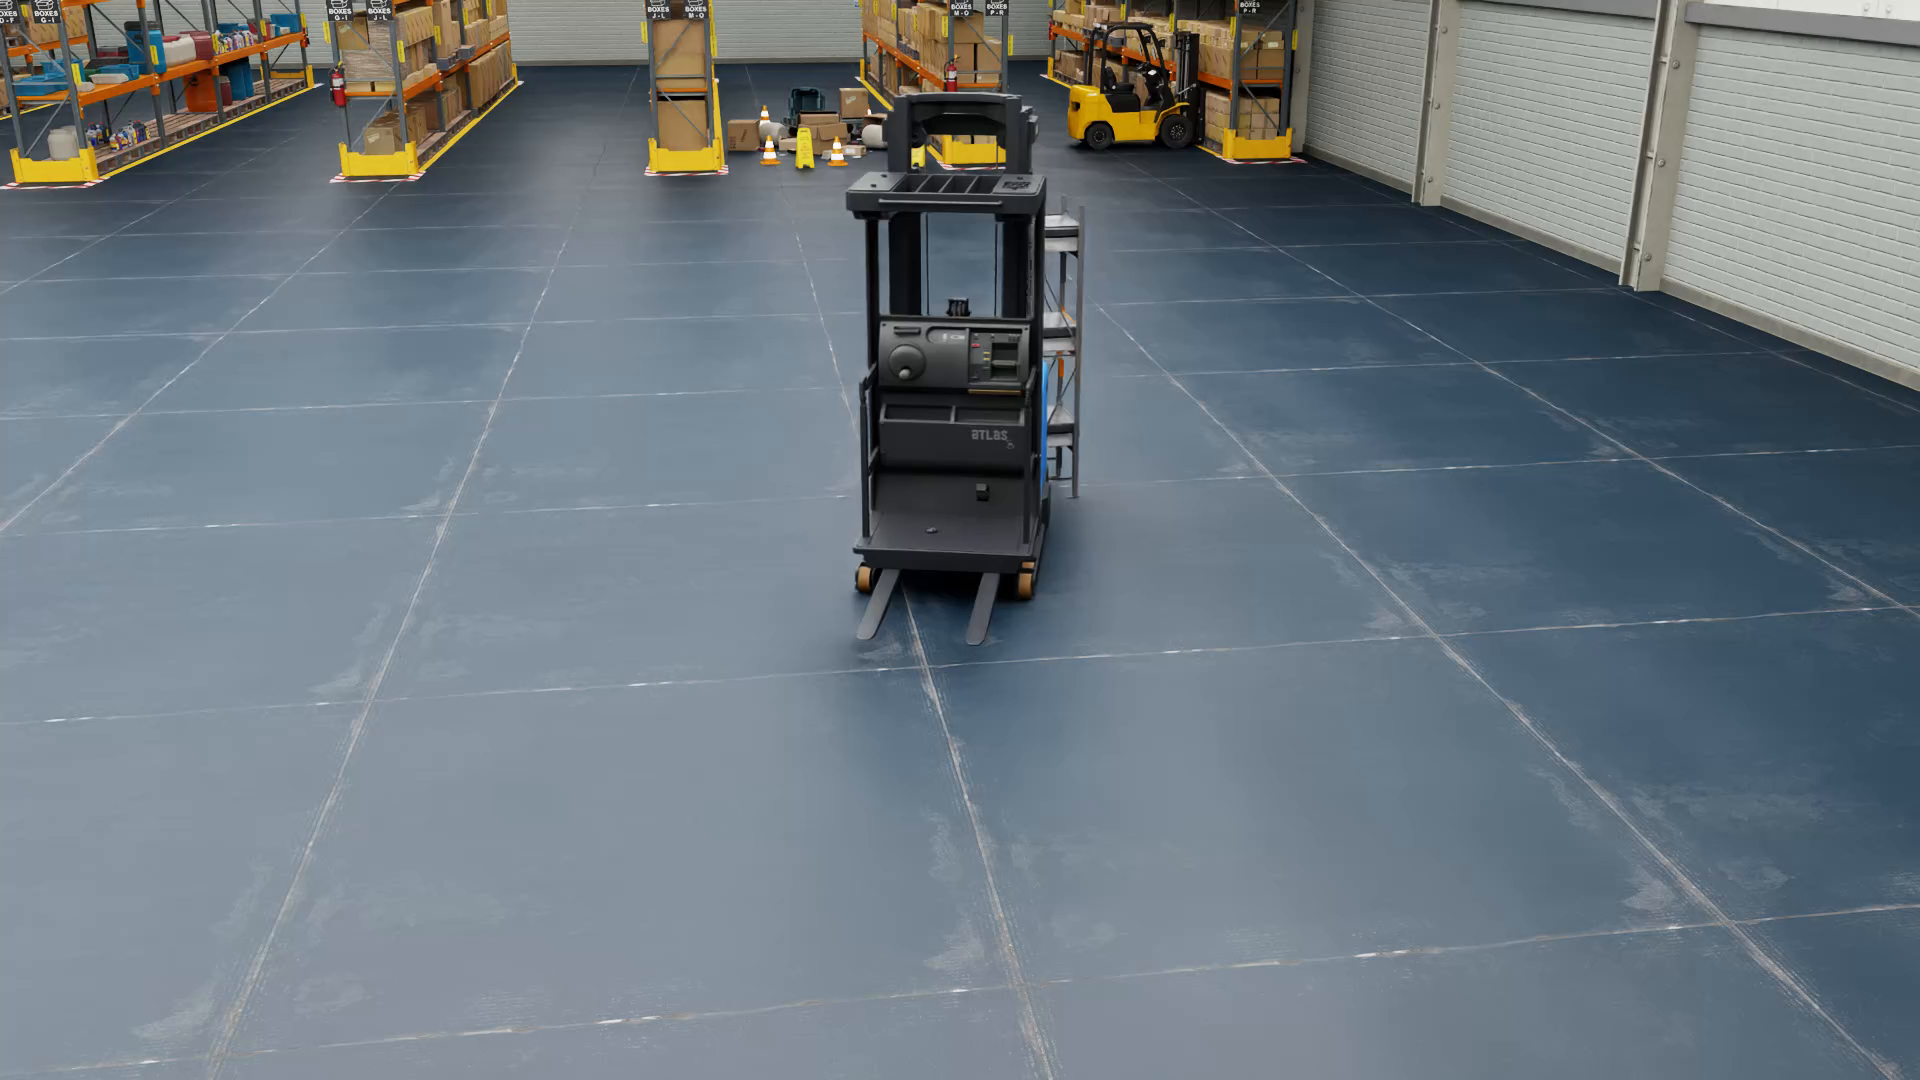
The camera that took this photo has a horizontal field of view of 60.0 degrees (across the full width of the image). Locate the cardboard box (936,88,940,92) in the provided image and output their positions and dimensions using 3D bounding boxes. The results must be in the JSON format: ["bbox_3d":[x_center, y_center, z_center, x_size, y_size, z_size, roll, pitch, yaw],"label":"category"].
[{"bbox_3d":[-0.224,-7.937,29.510,0.380,0.149,0.250,-3,21,-7],"label":"cardboard box"}]

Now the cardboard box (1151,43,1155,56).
[{"bbox_3d":[4.186,-9.973,33.844,0.500,0.250,0.500,-3,21,-7],"label":"cardboard box"}]

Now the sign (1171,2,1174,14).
[{"bbox_3d":[4.609,-11.491,36.040,0.100,0.325,0.005,-3,21,-8],"label":"sign"}]

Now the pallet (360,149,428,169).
[{"bbox_3d":[-9.598,-6.401,28.053,1.003,0.211,1.213,-3,21,-8],"label":"pallet"}]

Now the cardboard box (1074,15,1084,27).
[{"bbox_3d":[3.081,-12.710,40.748,0.500,0.250,0.500,-3,21,-8],"label":"cardboard box"}]

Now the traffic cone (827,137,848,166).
[{"bbox_3d":[-2.086,-6.620,28.278,0.336,0.463,0.334,-3,21,-8],"label":"traffic cone"}]

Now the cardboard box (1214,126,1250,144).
[{"bbox_3d":[4.833,-7.205,29.549,0.500,0.250,0.500,-3,21,-7],"label":"cardboard box"}]

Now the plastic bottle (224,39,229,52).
[{"bbox_3d":[-15.425,-10.385,34.919,0.097,0.271,0.097,0,20,0],"label":"plastic bottle"}]

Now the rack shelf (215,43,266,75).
[{"bbox_3d":[-15.848,-10.274,35.464,1.077,0.370,4.000,-3,21,-8],"label":"rack shelf"}]

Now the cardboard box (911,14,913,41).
[{"bbox_3d":[-0.710,-10.165,32.976,0.500,0.500,0.500,-2,21,-6],"label":"cardboard box"}]

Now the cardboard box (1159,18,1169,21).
[{"bbox_3d":[4.432,-10.990,35.284,0.380,0.149,0.250,-3,21,-8],"label":"cardboard box"}]

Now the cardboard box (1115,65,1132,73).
[{"bbox_3d":[3.668,-10.500,37.088,0.380,0.149,0.250,-4,21,-11],"label":"cardboard box"}]

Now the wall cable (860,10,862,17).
[{"bbox_3d":[-2.841,-15.879,47.948,0.585,1.953,0.123,-3,21,-8],"label":"wall cable"}]

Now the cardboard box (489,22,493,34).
[{"bbox_3d":[-11.043,-11.798,38.306,0.500,0.250,0.500,-3,21,-9],"label":"cardboard box"}]

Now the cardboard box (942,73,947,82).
[{"bbox_3d":[-0.110,-7.981,28.656,0.380,0.149,0.250,-3,21,-8],"label":"cardboard box"}]

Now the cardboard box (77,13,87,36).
[{"bbox_3d":[-21.281,-12.345,39.839,0.500,0.500,0.500,-2,21,-6],"label":"cardboard box"}]

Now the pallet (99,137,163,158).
[{"bbox_3d":[-14.927,-6.992,29.635,1.003,0.211,1.213,-3,21,-8],"label":"pallet"}]

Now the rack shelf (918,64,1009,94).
[{"bbox_3d":[0.013,-8.253,30.055,1.077,0.370,4.000,-3,21,-8],"label":"rack shelf"}]

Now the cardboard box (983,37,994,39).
[{"bbox_3d":[0.355,-8.618,29.434,0.500,0.500,0.500,-3,21,-9],"label":"cardboard box"}]

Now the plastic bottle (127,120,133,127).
[{"bbox_3d":[-14.747,-7.283,29.585,0.144,0.351,0.185,-3,21,-8],"label":"plastic bottle"}]

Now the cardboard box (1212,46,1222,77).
[{"bbox_3d":[4.817,-8.534,29.634,0.500,0.500,0.500,-2,21,-6],"label":"cardboard box"}]

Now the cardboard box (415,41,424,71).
[{"bbox_3d":[-9.869,-8.467,29.031,0.875,0.500,0.500,-3,21,-8],"label":"cardboard box"}]

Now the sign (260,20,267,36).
[{"bbox_3d":[-15.591,-11.460,37.216,0.100,0.325,0.005,-3,21,-8],"label":"sign"}]

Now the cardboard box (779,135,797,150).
[{"bbox_3d":[-3.088,-7.215,30.154,0.396,0.266,0.258,1,20,2],"label":"cardboard box"}]

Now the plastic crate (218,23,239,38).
[{"bbox_3d":[-16.541,-11.468,37.571,0.392,0.384,0.575,-3,21,-8],"label":"plastic crate"}]

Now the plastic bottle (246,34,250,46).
[{"bbox_3d":[-15.707,-10.998,36.553,0.152,0.276,0.135,-3,21,-8],"label":"plastic bottle"}]

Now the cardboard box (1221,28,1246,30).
[{"bbox_3d":[4.860,-9.016,29.573,0.380,0.149,0.250,-3,21,-7],"label":"cardboard box"}]

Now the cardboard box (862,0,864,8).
[{"bbox_3d":[-2.217,-13.772,42.231,0.500,0.500,0.500,-3,21,-9],"label":"cardboard box"}]

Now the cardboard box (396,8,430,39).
[{"bbox_3d":[-9.671,-9.123,29.357,0.500,0.500,0.500,-3,21,-8],"label":"cardboard box"}]

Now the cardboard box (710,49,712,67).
[{"bbox_3d":[-4.968,-9.241,31.527,0.500,0.500,0.500,-3,21,-7],"label":"cardboard box"}]

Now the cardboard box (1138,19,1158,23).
[{"bbox_3d":[3.967,-10.875,34.976,0.380,0.149,0.250,-3,21,-7],"label":"cardboard box"}]

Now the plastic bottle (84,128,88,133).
[{"bbox_3d":[-15.267,-7.042,29.036,0.061,0.283,0.133,-2,21,-5],"label":"plastic bottle"}]

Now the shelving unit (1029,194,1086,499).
[{"bbox_3d":[0.604,-1.362,11.861,0.431,2.100,0.503,-4,21,-10],"label":"shelving unit"}]

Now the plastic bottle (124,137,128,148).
[{"bbox_3d":[-14.437,-6.874,28.706,0.097,0.201,0.097,0,20,0],"label":"plastic bottle"}]

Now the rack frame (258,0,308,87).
[{"bbox_3d":[-16.712,-12.688,40.900,1.000,3.000,0.127,-3,21,-8],"label":"rack frame"}]

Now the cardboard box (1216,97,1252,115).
[{"bbox_3d":[4.838,-7.670,29.366,0.500,0.250,0.500,-2,21,-6],"label":"cardboard box"}]

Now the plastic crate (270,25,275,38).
[{"bbox_3d":[-16.174,-11.814,38.642,0.437,0.282,0.530,-3,21,-8],"label":"plastic crate"}]

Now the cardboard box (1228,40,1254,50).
[{"bbox_3d":[4.886,-8.606,28.901,0.380,0.149,0.250,-3,21,-7],"label":"cardboard box"}]

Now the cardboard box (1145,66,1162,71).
[{"bbox_3d":[4.293,-10.445,36.941,0.380,0.149,0.250,-2,21,-5],"label":"cardboard box"}]

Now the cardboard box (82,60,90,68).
[{"bbox_3d":[-21.293,-11.299,40.124,0.500,0.500,0.500,-3,21,-8],"label":"cardboard box"}]

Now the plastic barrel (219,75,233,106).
[{"bbox_3d":[-15.809,-9.545,35.330,0.600,0.588,0.708,-3,21,-8],"label":"plastic barrel"}]

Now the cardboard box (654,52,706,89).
[{"bbox_3d":[-4.680,-7.810,27.624,0.875,0.550,0.550,-3,21,-8],"label":"cardboard box"}]

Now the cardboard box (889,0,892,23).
[{"bbox_3d":[-1.267,-11.526,36.217,0.500,0.500,0.500,-3,21,-7],"label":"cardboard box"}]

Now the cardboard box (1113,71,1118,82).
[{"bbox_3d":[3.724,-10.254,37.357,0.500,0.500,0.500,-3,21,-9],"label":"cardboard box"}]

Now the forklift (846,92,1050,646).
[{"bbox_3d":[-0.058,-1.133,10.062,1.130,2.935,3.031,2,21,6],"label":"forklift"}]

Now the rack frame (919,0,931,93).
[{"bbox_3d":[-0.275,-9.283,31.783,1.000,3.000,0.127,-3,21,-8],"label":"rack frame"}]

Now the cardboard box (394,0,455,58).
[{"bbox_3d":[-10.057,-9.543,31.022,1.000,1.000,1.000,-3,21,-7],"label":"cardboard box"}]

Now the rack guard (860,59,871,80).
[{"bbox_3d":[-2.008,-12.275,43.367,1.175,0.500,0.348,-3,21,-8],"label":"rack guard"}]

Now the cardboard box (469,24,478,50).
[{"bbox_3d":[-10.613,-10.752,35.575,0.500,0.500,0.500,-3,21,-9],"label":"cardboard box"}]

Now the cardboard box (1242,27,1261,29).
[{"bbox_3d":[5.236,-9.126,29.868,0.380,0.149,0.250,-2,21,-6],"label":"cardboard box"}]

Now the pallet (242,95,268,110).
[{"bbox_3d":[-16.066,-9.727,36.959,1.003,0.211,1.213,-3,21,-8],"label":"pallet"}]

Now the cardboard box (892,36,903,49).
[{"bbox_3d":[-1.181,-10.759,35.951,0.500,0.250,0.500,-4,21,-10],"label":"cardboard box"}]

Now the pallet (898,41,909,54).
[{"bbox_3d":[-0.643,-10.336,34.878,1.213,0.211,1.003,-3,21,-8],"label":"pallet"}]
